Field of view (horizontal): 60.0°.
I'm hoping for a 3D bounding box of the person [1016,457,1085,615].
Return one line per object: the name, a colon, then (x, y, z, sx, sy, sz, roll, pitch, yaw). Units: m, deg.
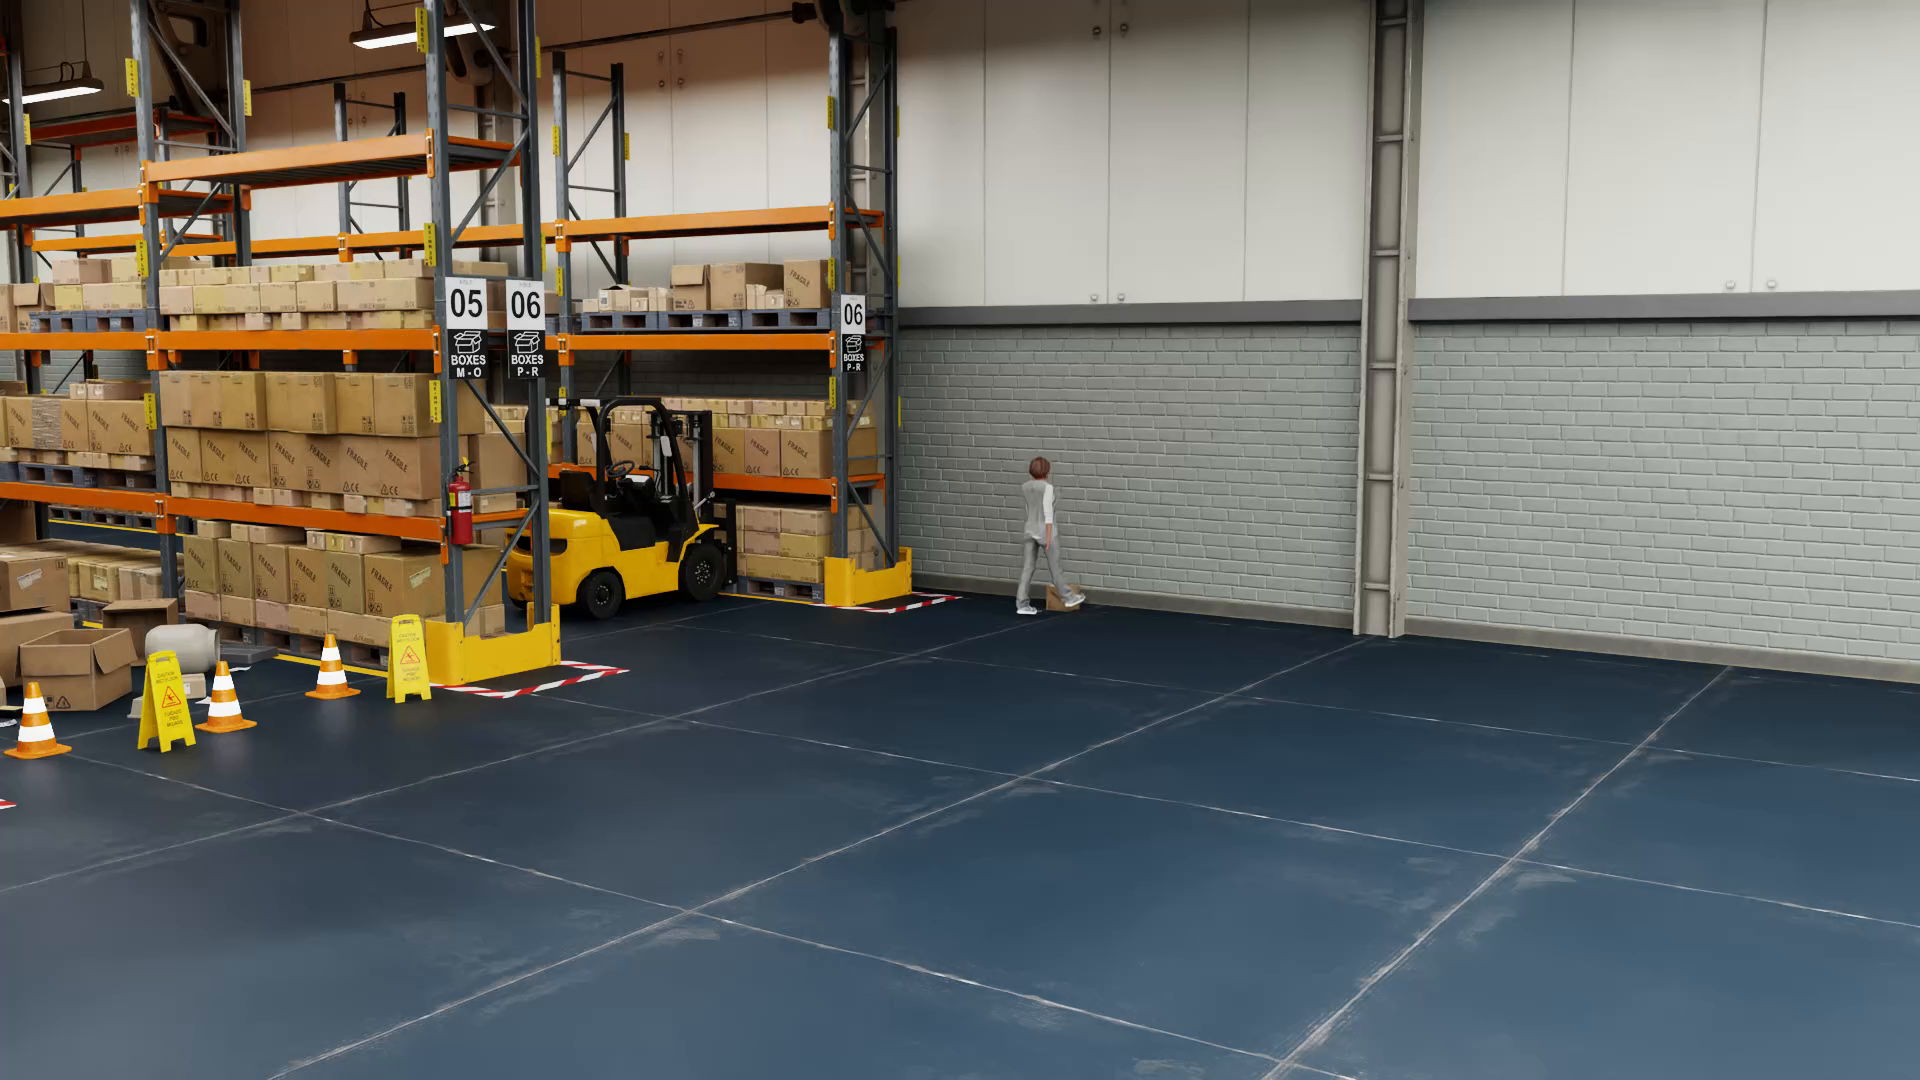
person: (0.864, -0.057, 16.611, 0.417, 1.562, 0.888, 5, 8, 39)
